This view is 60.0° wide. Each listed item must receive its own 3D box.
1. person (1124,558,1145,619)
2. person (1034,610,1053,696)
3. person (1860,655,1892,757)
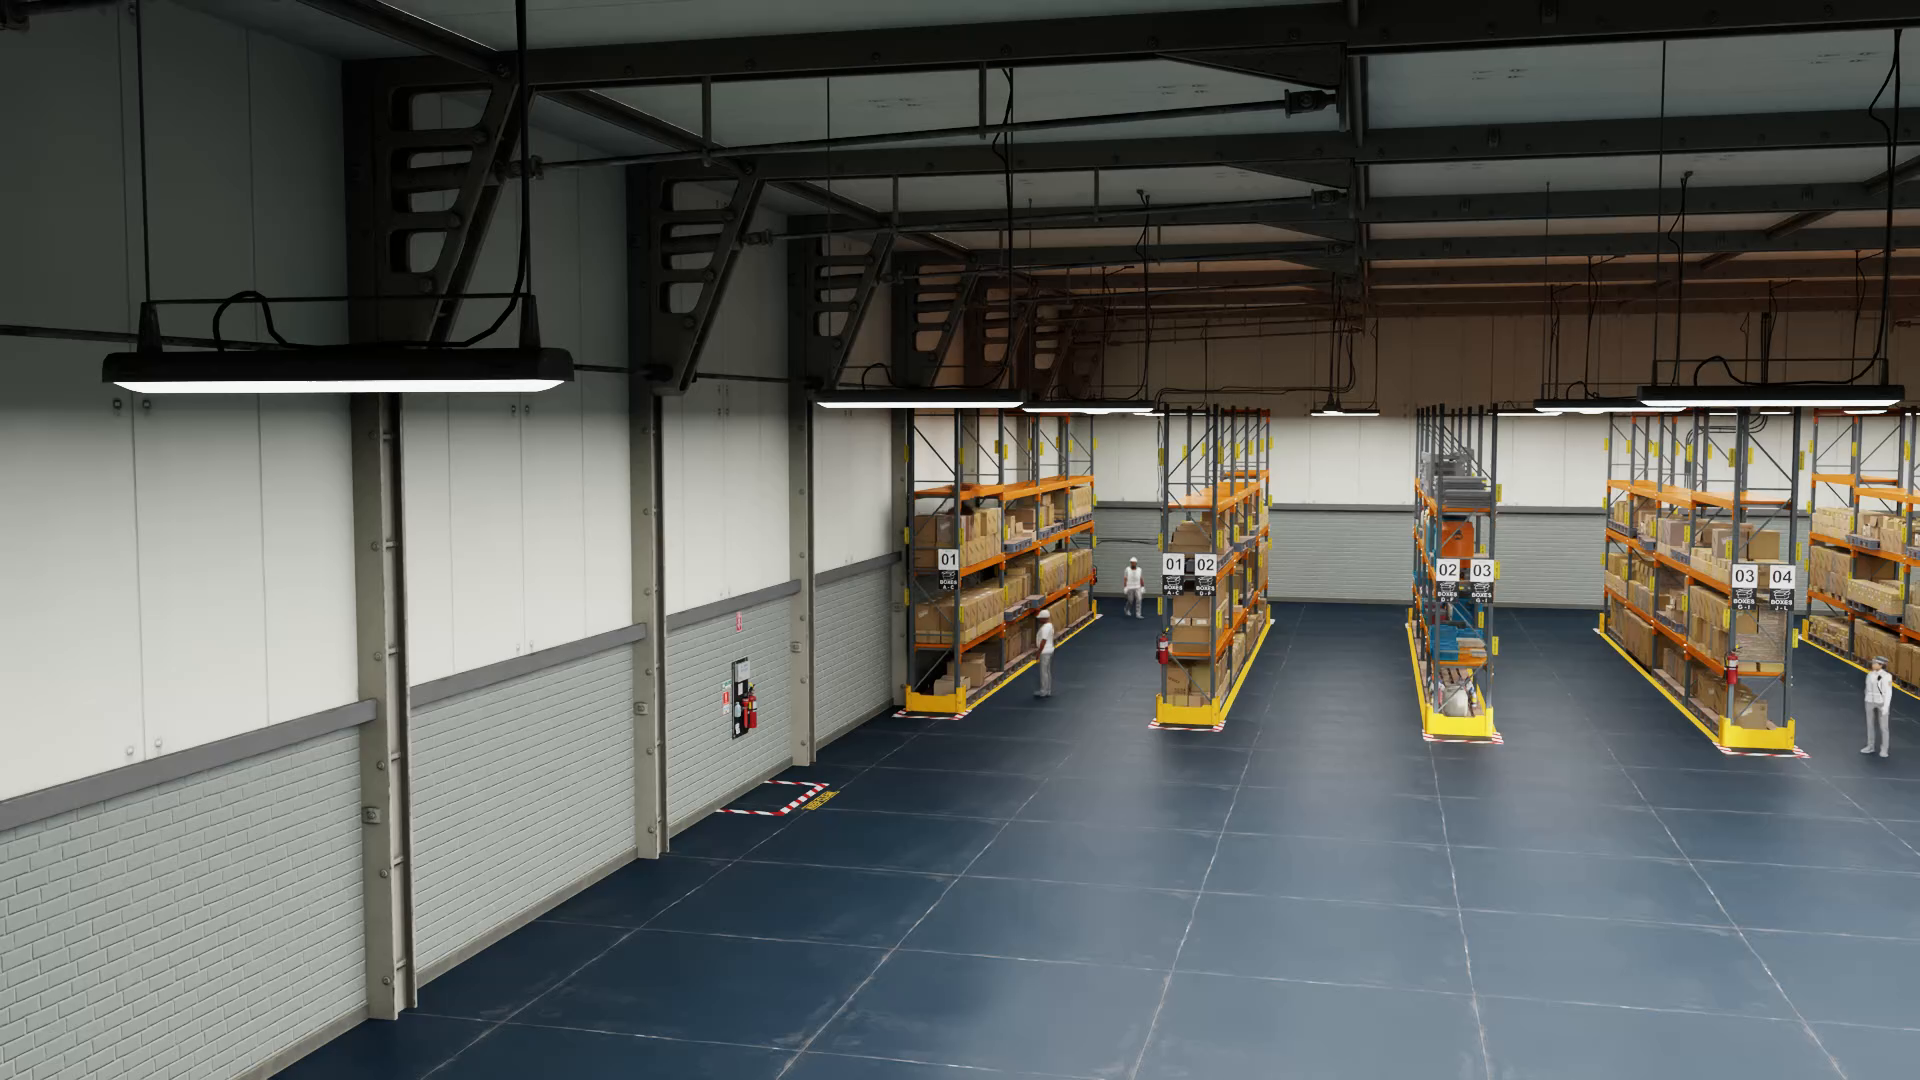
[{"bbox_3d":[4.990,1.369,47.717,0.621,1.744,0.823,-1,4,-16],"label":"person"},{"bbox_3d":[1.723,2.331,34.325,0.403,1.776,0.574,1,4,14],"label":"person"},{"bbox_3d":[15.645,2.823,28.380,0.373,1.719,0.477,-3,5,-39],"label":"person"}]
